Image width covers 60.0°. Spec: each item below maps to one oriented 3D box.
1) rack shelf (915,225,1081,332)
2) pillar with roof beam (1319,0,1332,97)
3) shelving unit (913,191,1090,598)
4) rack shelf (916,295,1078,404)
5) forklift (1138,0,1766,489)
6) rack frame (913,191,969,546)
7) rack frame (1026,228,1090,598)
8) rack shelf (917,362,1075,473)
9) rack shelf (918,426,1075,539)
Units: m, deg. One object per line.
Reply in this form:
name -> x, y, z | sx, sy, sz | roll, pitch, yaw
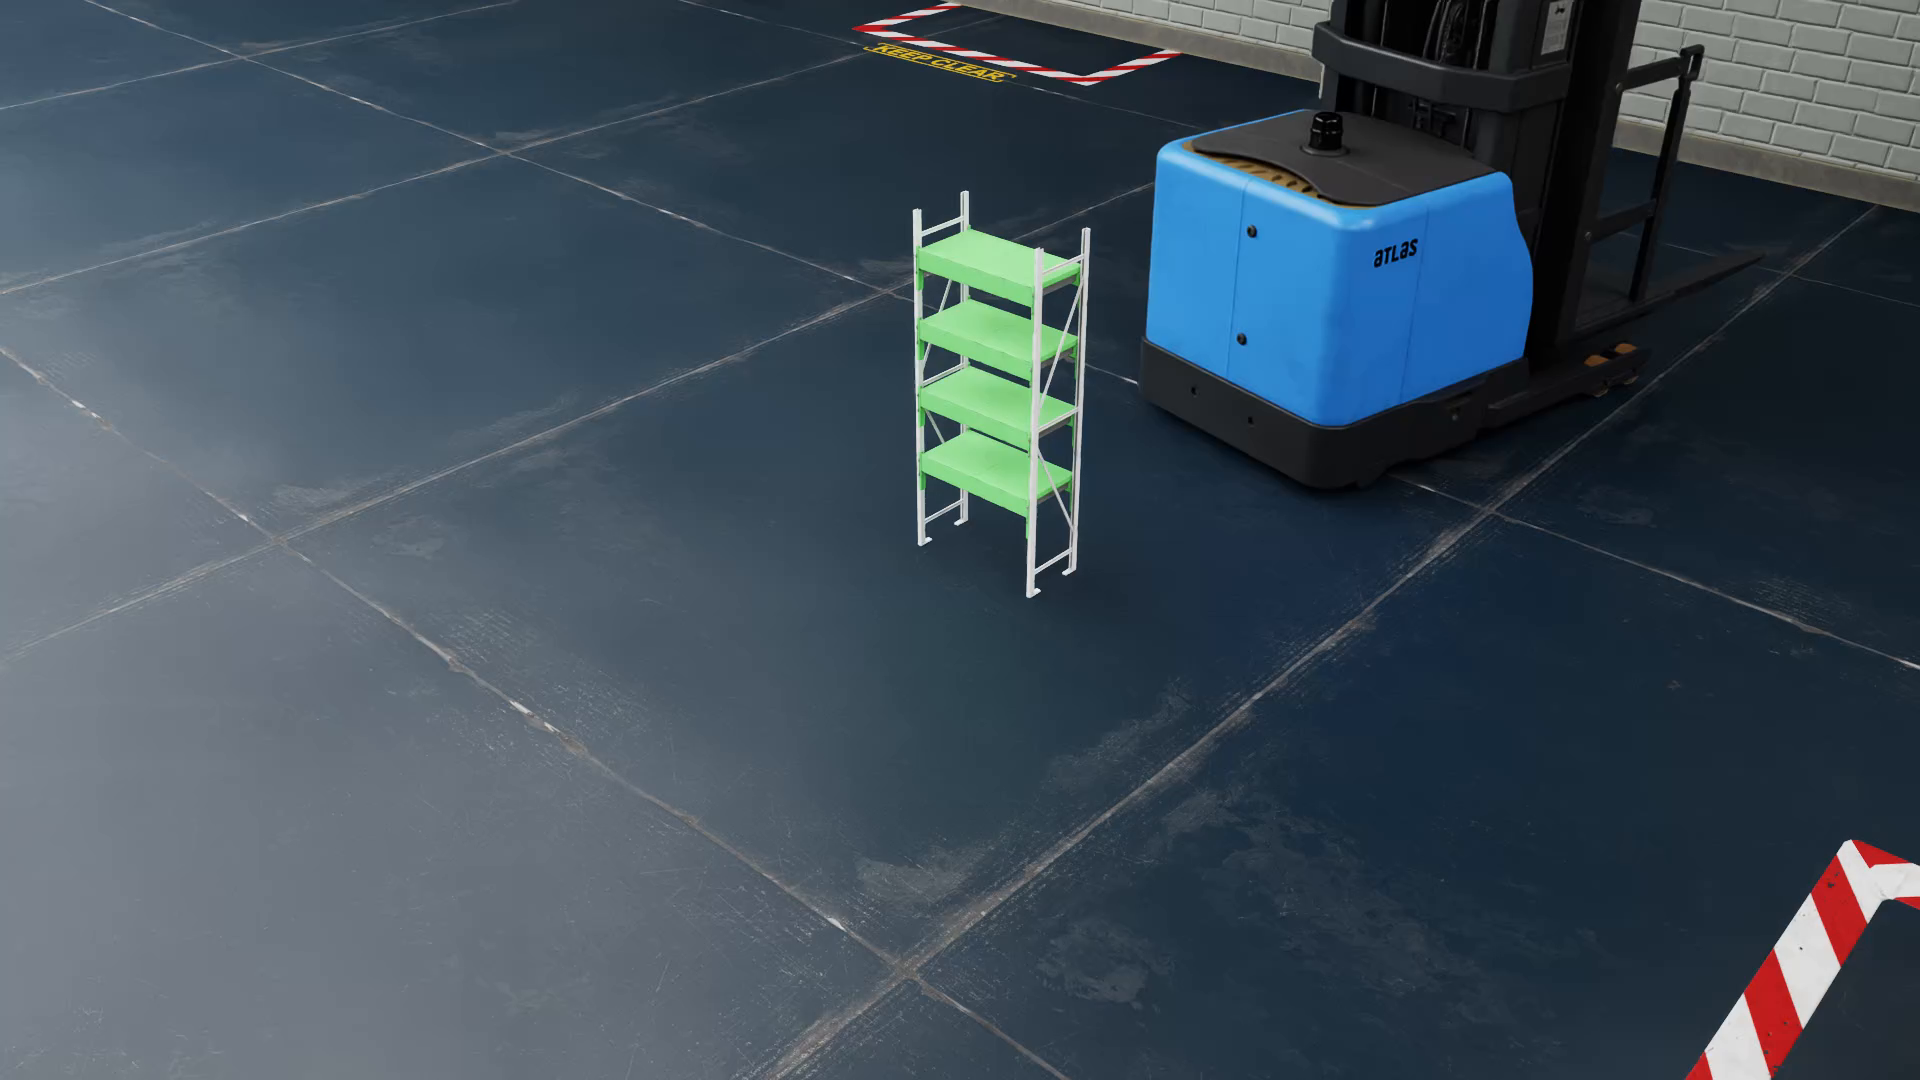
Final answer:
rack shelf -> 0.123, -0.813, 5.131 | 0.480, 0.148, 0.258 | 25, 39, 35
pillar with roof beam -> -0.416, -4.950, 5.247 | 0.400, 9.000, 9.100 | 25, 39, 35
shelving unit -> 0.123, -0.457, 5.345 | 0.503, 1.200, 0.258 | 25, 39, 35
rack shelf -> 0.123, -0.608, 5.255 | 0.480, 0.148, 0.258 | 25, 39, 35
forklift -> 2.198, -2.032, 6.284 | 3.031, 2.935, 1.130 | -21, 37, -30
rack frame -> -0.058, -0.541, 5.486 | 0.015, 1.200, 0.240 | 25, 39, 35
rack frame -> 0.304, -0.372, 5.205 | 0.015, 1.200, 0.240 | 25, 39, 35
rack shelf -> 0.123, -0.402, 5.378 | 0.480, 0.148, 0.258 | 25, 39, 35
rack shelf -> 0.123, -0.196, 5.502 | 0.480, 0.148, 0.258 | 25, 39, 35
